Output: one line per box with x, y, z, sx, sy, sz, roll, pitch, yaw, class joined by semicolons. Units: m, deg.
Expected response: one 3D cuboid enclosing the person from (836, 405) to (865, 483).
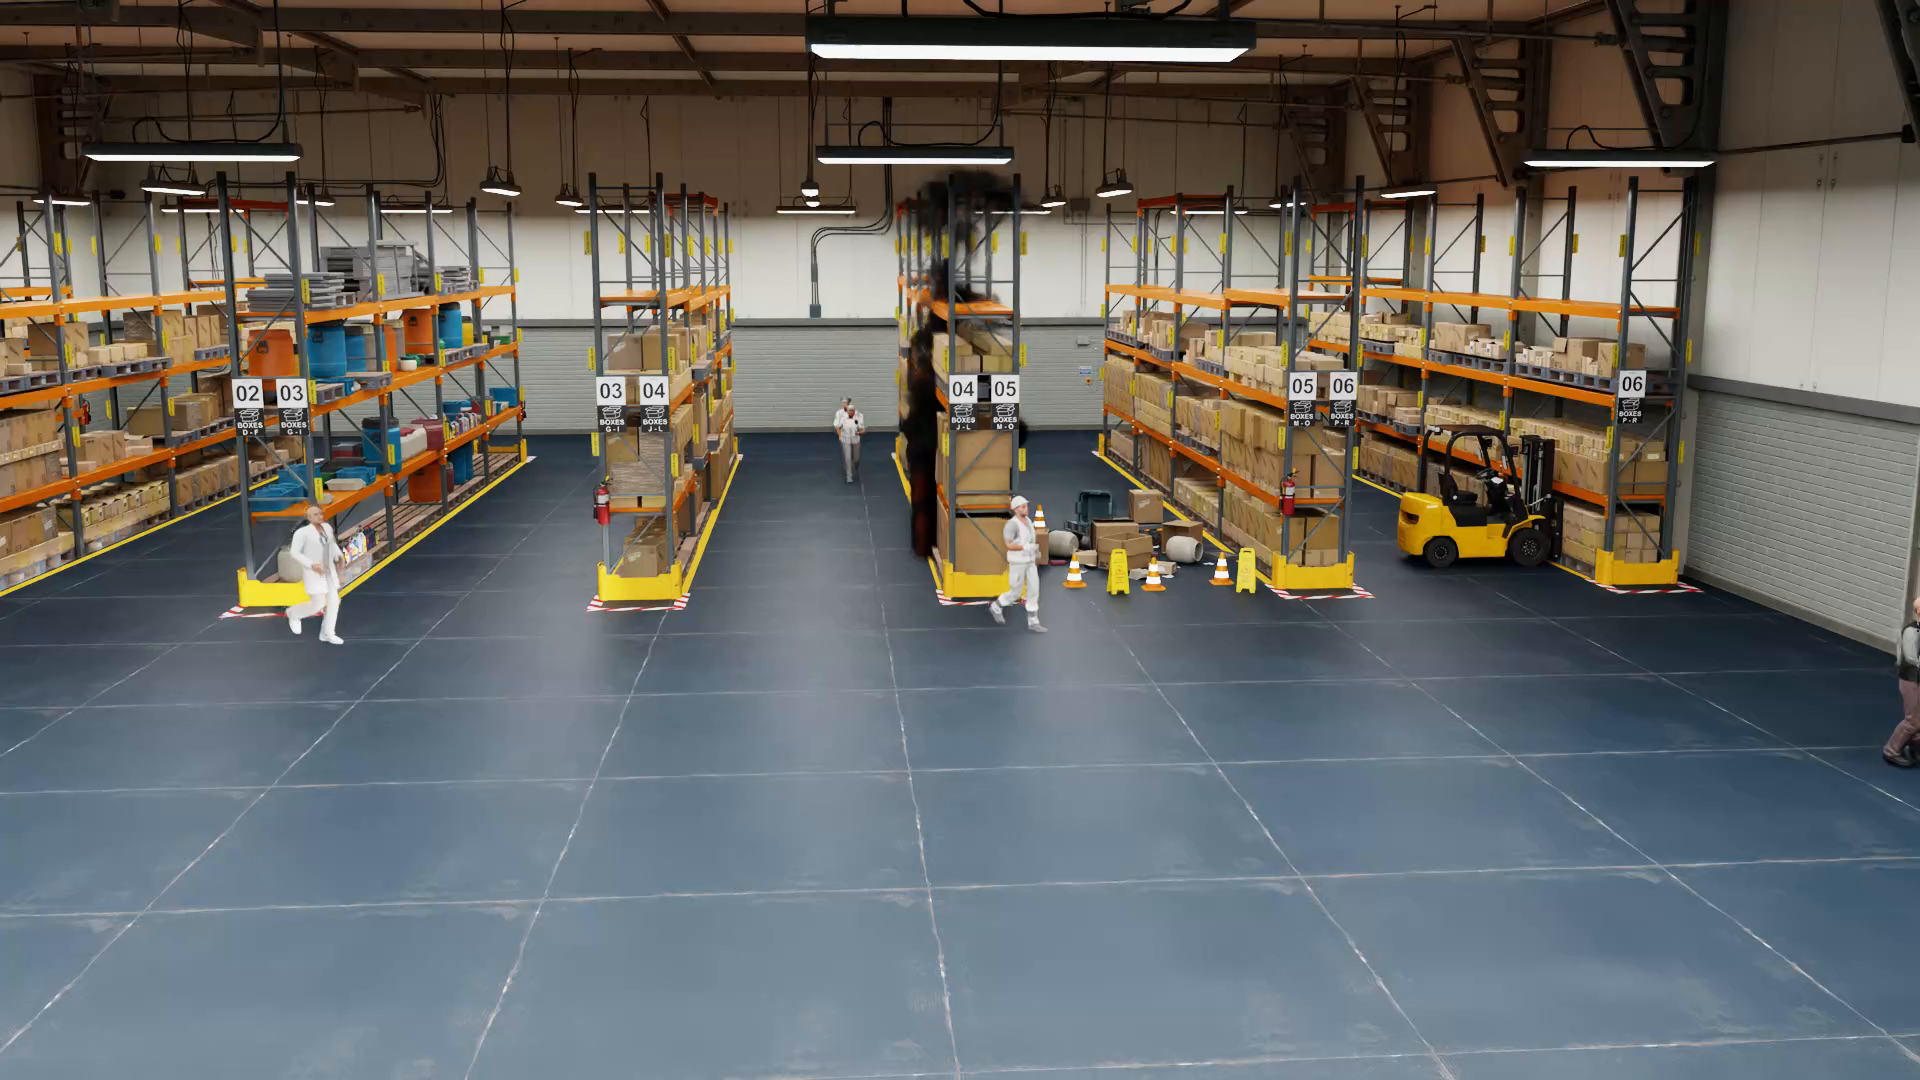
-2.346;-2.089;35.807;0.620;1.636;0.824;-1;10;-6;person

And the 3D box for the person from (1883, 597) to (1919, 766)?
9.293;1.463;16.007;0.637;1.501;0.641;-6;12;-33;person

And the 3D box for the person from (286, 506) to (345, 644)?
-8.235;0.433;21.284;0.810;1.765;0.716;6;11;29;person

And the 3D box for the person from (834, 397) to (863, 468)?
-2.504;-2.376;37.273;0.623;1.691;0.840;1;10;5;person

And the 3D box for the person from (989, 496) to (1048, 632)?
0.790;0.303;21.811;0.896;1.772;0.657;8;13;39;person
